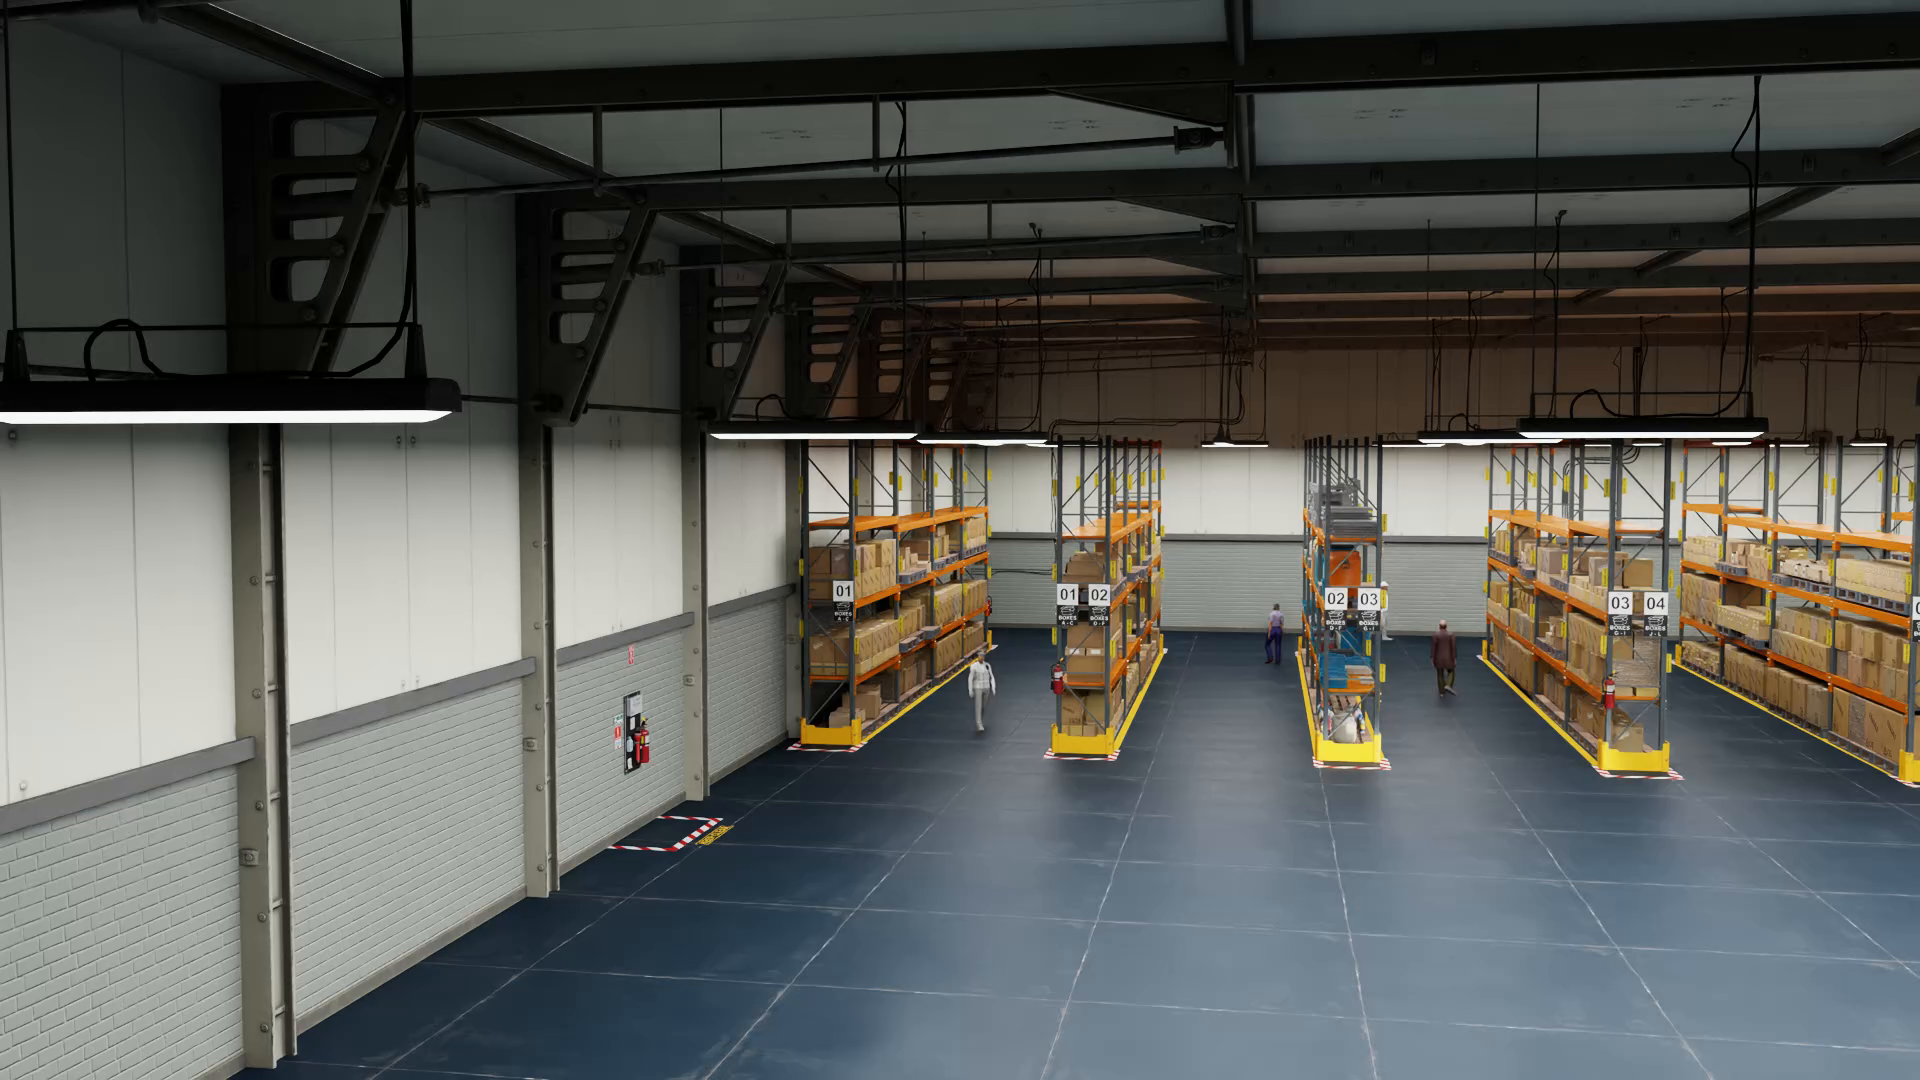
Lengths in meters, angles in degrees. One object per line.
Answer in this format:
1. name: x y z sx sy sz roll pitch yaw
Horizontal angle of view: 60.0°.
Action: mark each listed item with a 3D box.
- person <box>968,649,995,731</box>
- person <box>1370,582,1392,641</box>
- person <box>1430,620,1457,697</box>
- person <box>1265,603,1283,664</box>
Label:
1. person: 0.467 3.048 33.904 0.520 1.647 0.905 -1 3 -25
2. person: 12.608 2.132 49.914 0.701 1.776 0.620 2 3 27
3. person: 11.219 2.751 38.572 0.627 1.777 0.574 1 3 14
4. person: 8.416 2.517 44.330 0.484 1.647 0.511 -1 3 -9
